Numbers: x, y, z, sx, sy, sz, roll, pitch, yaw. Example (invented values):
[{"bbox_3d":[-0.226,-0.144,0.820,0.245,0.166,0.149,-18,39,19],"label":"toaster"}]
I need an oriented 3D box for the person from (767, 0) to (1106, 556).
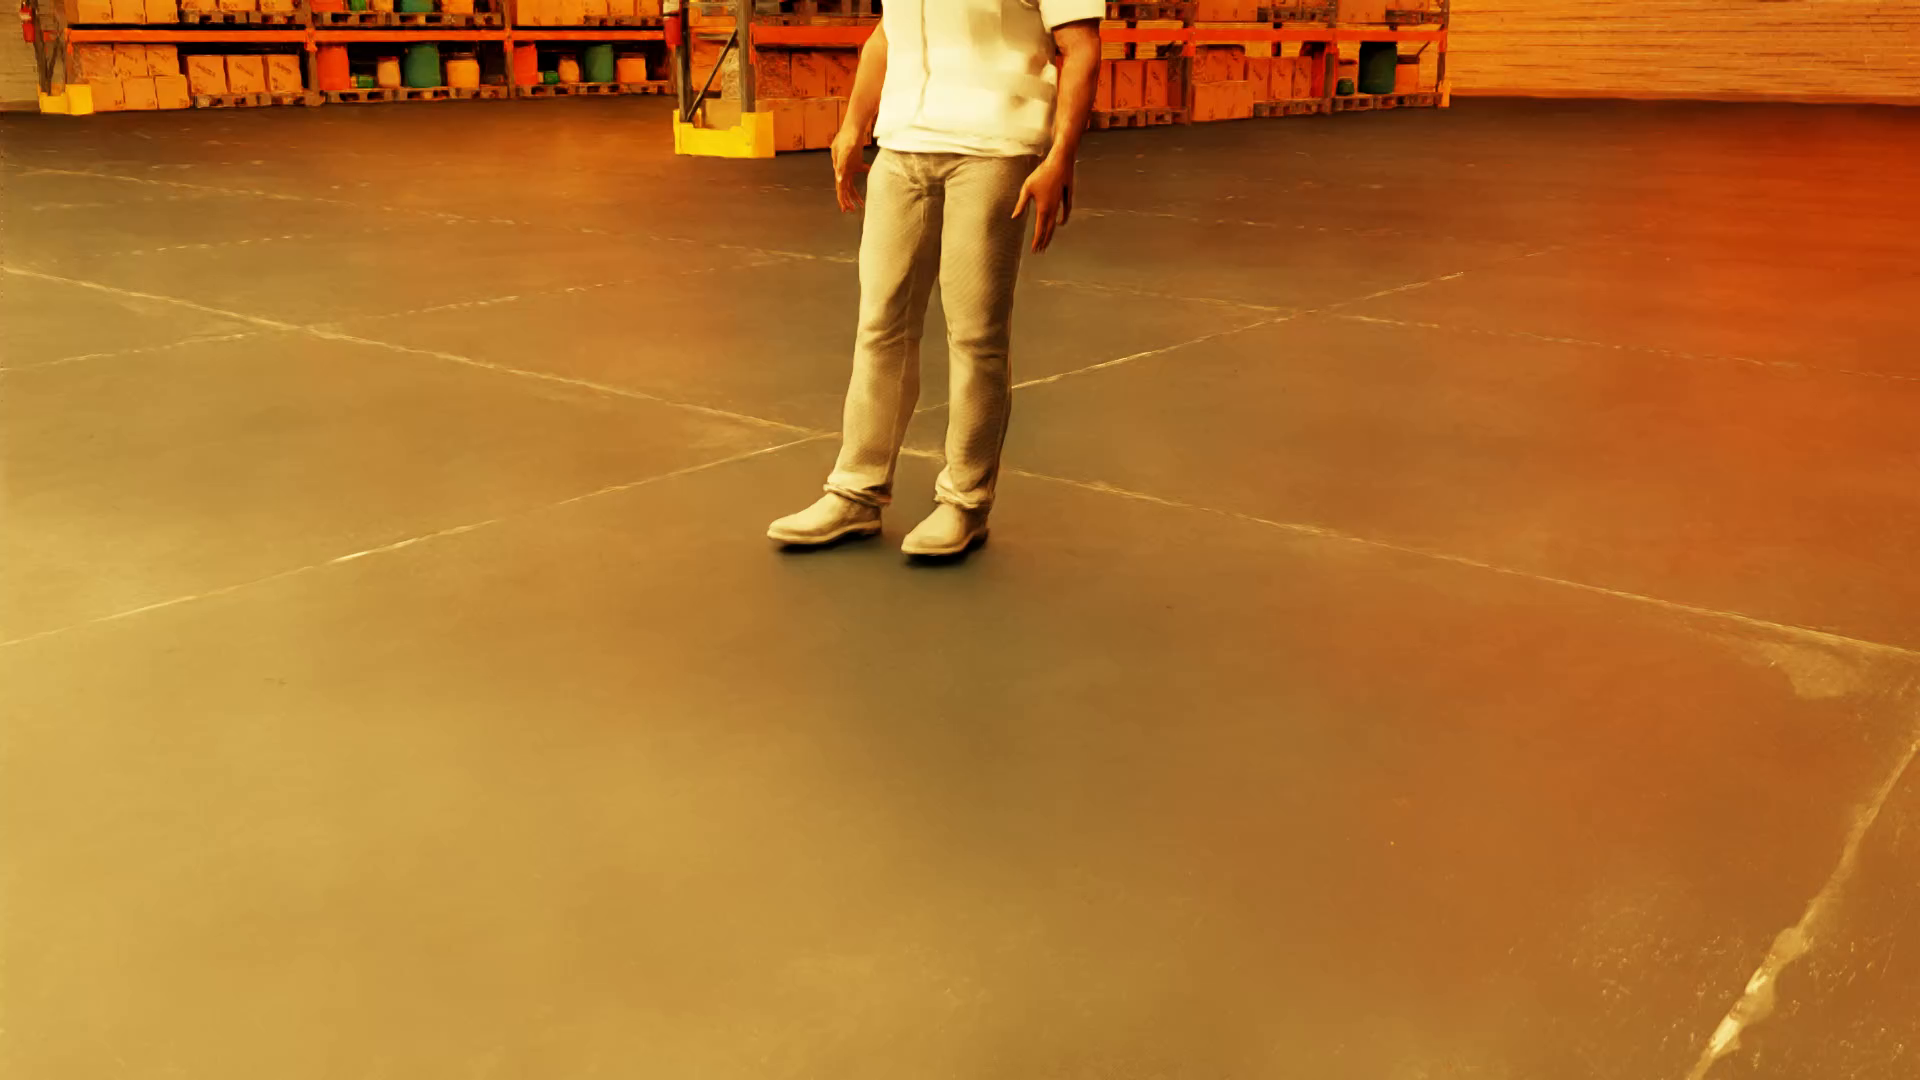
[{"bbox_3d":[-0.049,-0.837,3.635,0.665,1.766,0.576,13,21,37],"label":"person"}]
